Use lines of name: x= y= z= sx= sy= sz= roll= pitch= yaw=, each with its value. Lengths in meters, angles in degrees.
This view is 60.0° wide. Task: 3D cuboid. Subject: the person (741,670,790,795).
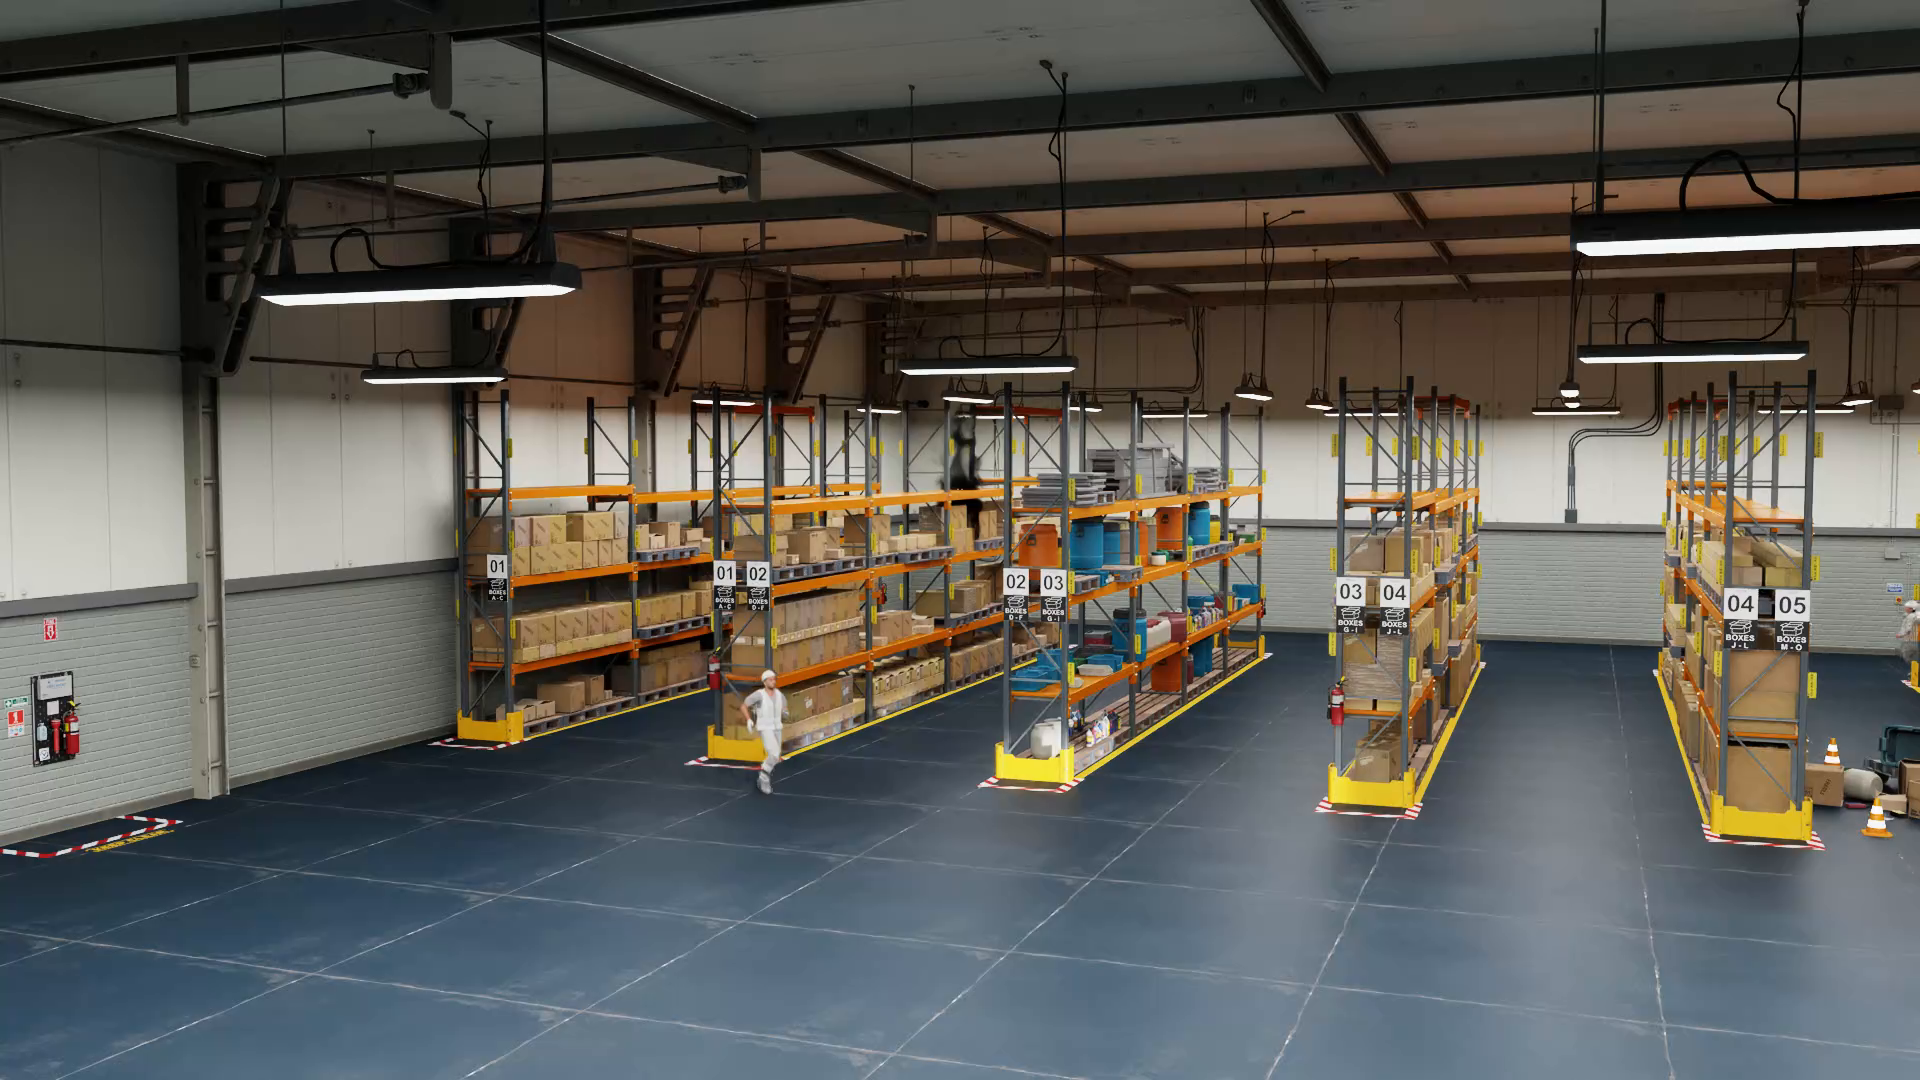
person: x=-2.744 y=2.780 z=24.070 sx=0.708 sy=1.783 sz=0.648 roll=3 pitch=4 yaw=44

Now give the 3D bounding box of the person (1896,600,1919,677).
person: x=20.705 y=2.157 z=36.242 sx=0.524 sy=1.701 sz=0.694 roll=3 pitch=4 yaw=39

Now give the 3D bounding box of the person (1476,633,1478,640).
person: x=11.933 y=1.975 z=39.346 sx=0.600 sy=1.701 sz=0.686 roll=2 pitch=4 yaw=36
